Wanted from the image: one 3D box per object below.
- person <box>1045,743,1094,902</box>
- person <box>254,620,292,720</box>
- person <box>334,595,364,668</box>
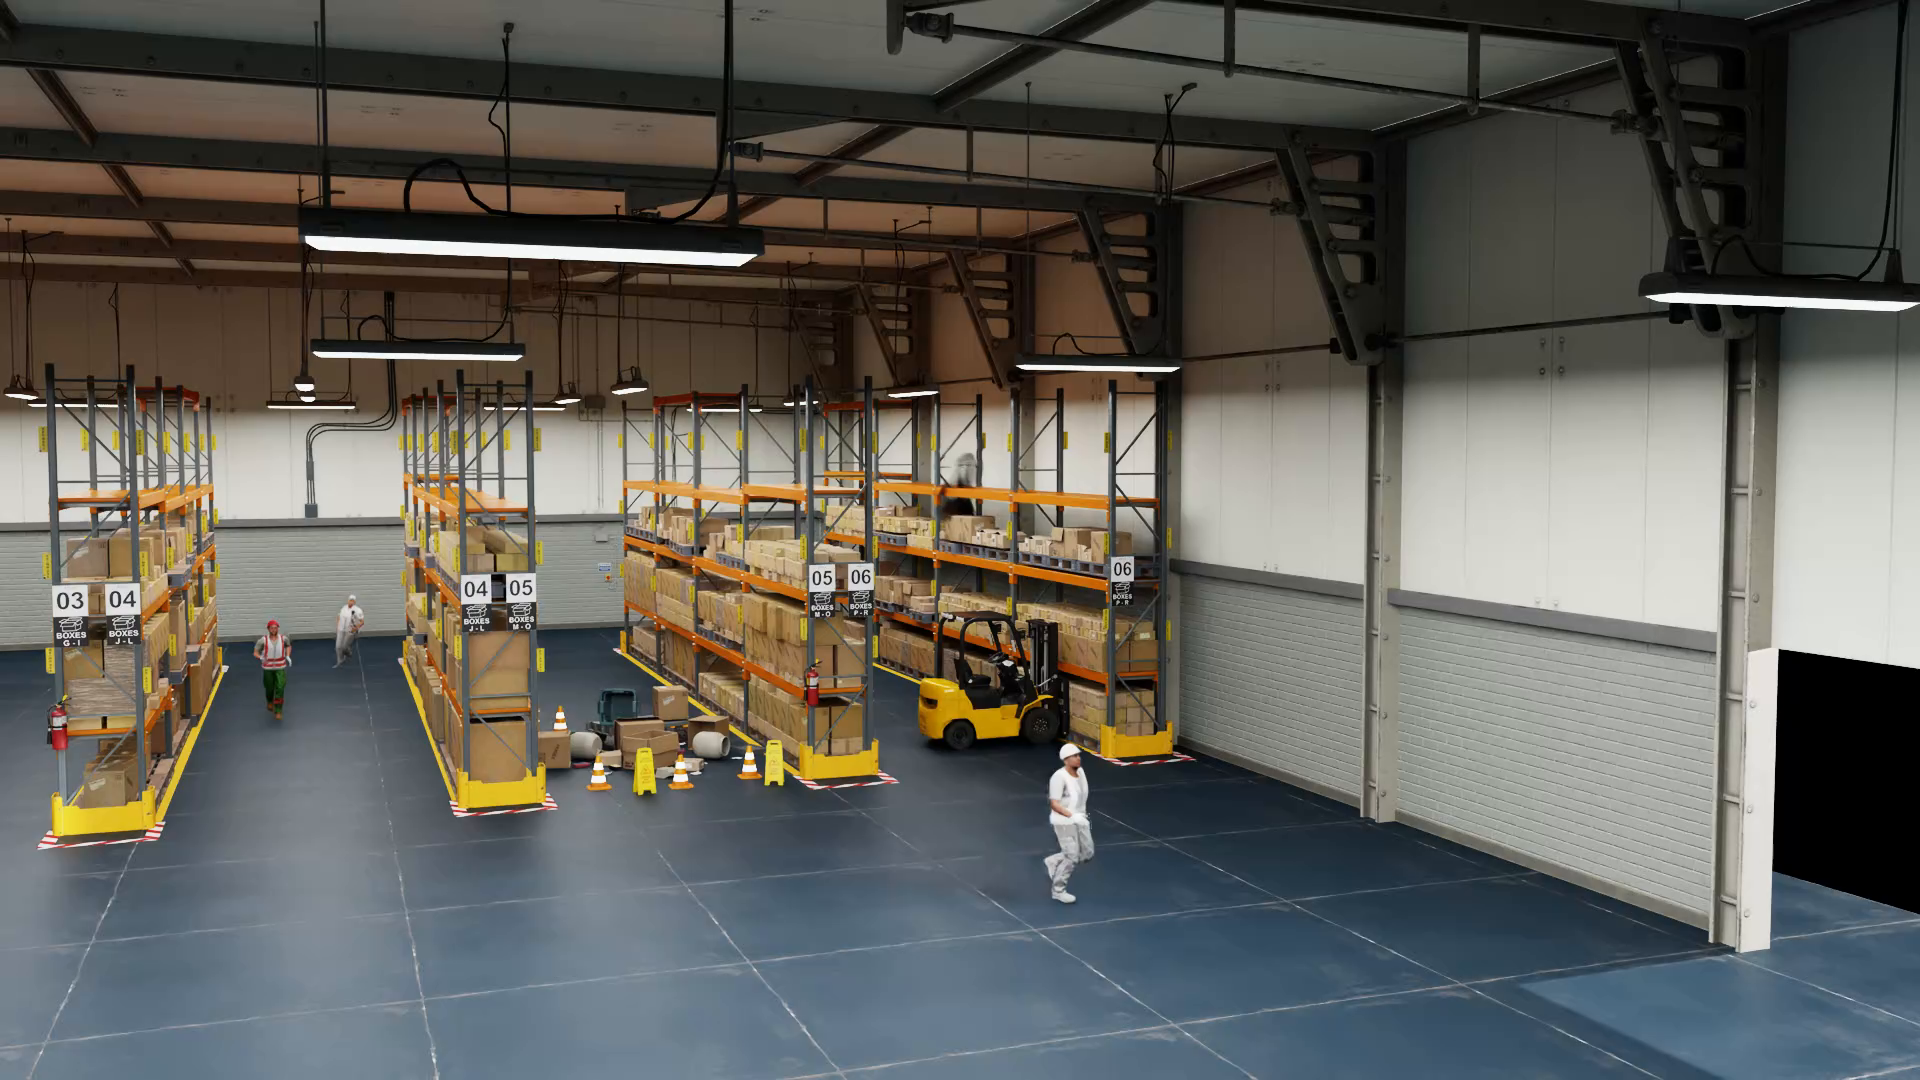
[{"bbox_3d":[1.201,3.075,18.154,0.663,1.736,0.710,2,4,33],"label":"person"},{"bbox_3d":[-12.440,2.337,30.135,0.652,1.776,1.003,-2,4,-27],"label":"person"},{"bbox_3d":[-13.659,2.041,37.189,0.639,1.608,0.534,0,3,3],"label":"person"}]
